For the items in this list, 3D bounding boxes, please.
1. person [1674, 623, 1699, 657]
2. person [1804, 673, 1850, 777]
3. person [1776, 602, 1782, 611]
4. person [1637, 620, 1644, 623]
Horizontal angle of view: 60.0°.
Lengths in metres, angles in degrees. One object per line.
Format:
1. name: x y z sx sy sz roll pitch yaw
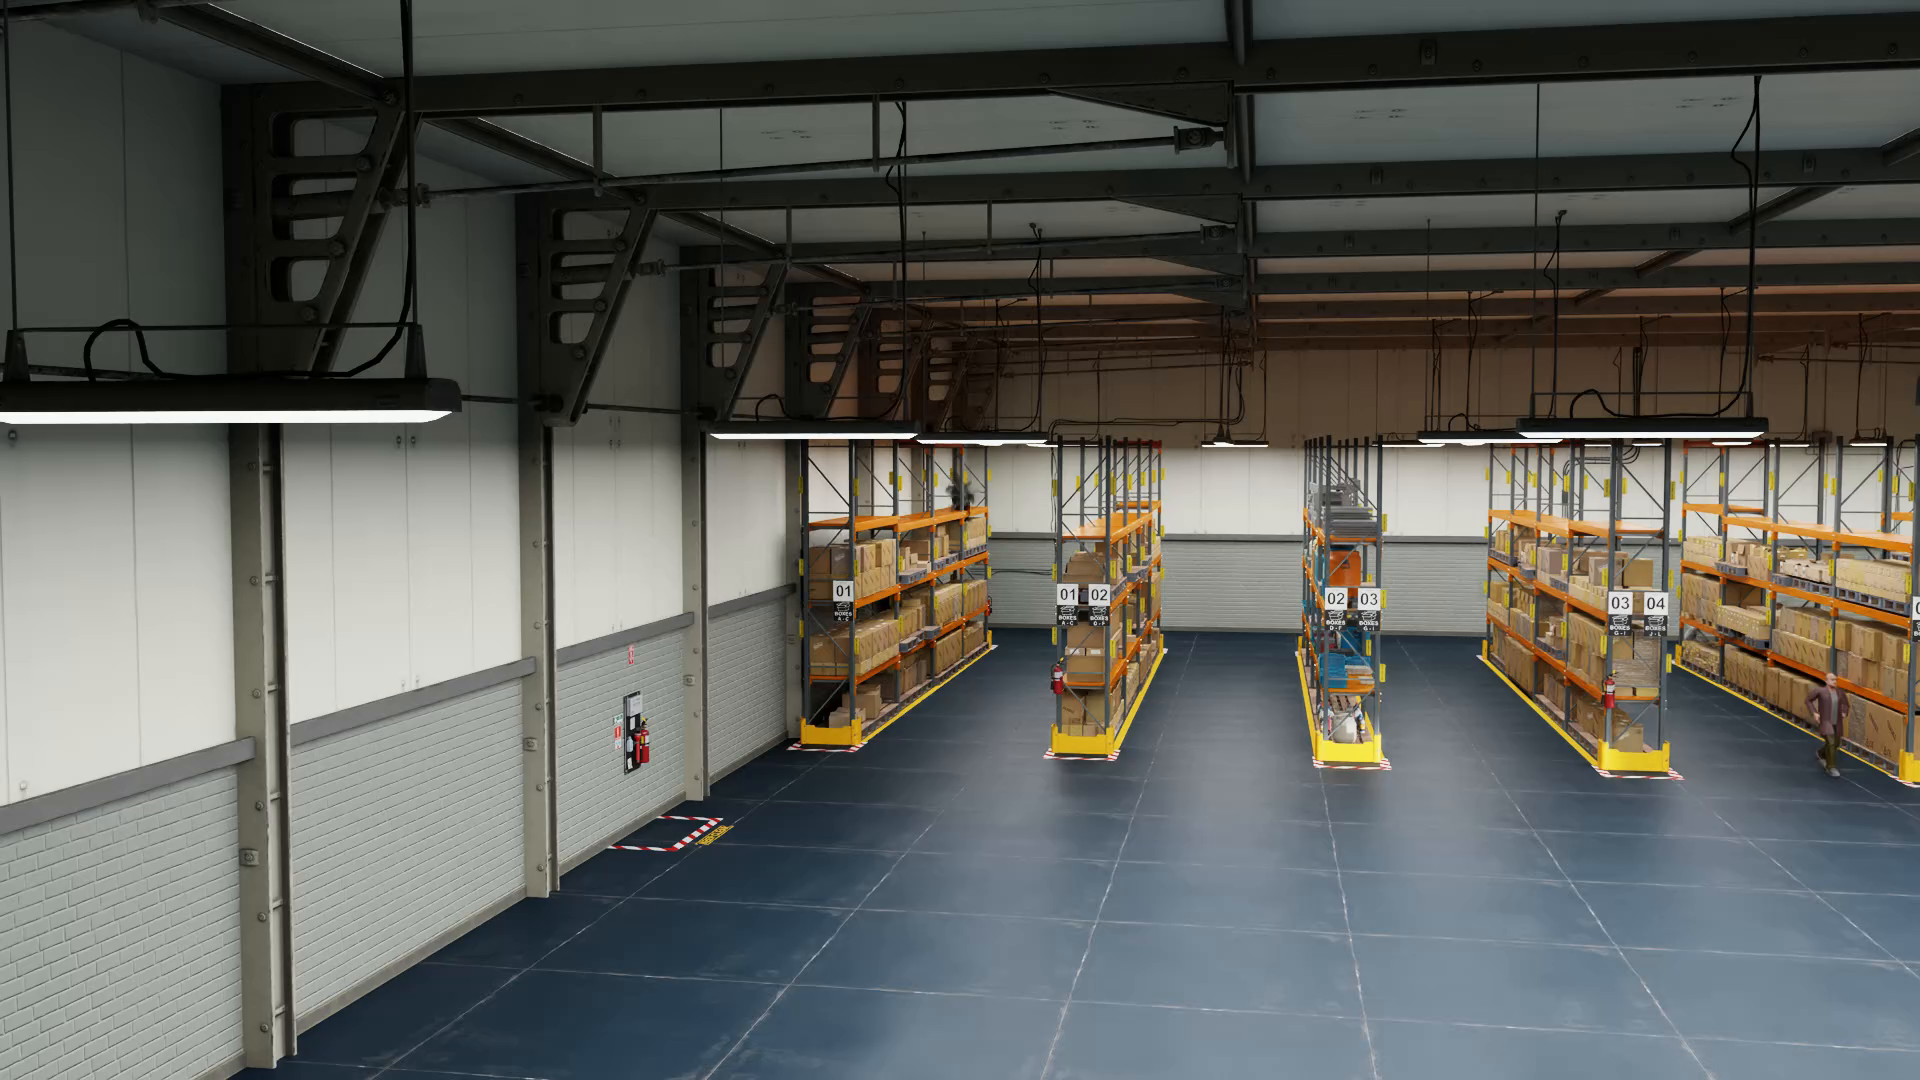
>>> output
1. person: 20.113 2.377 45.849 0.755 1.729 0.968 1 3 25
2. person: 15.372 3.241 29.461 0.722 1.779 0.881 0 3 -2
3. person: 22.397 2.482 45.328 0.735 1.593 0.540 1 3 17
4. person: 17.769 2.510 43.500 0.703 1.723 0.639 1 3 16
